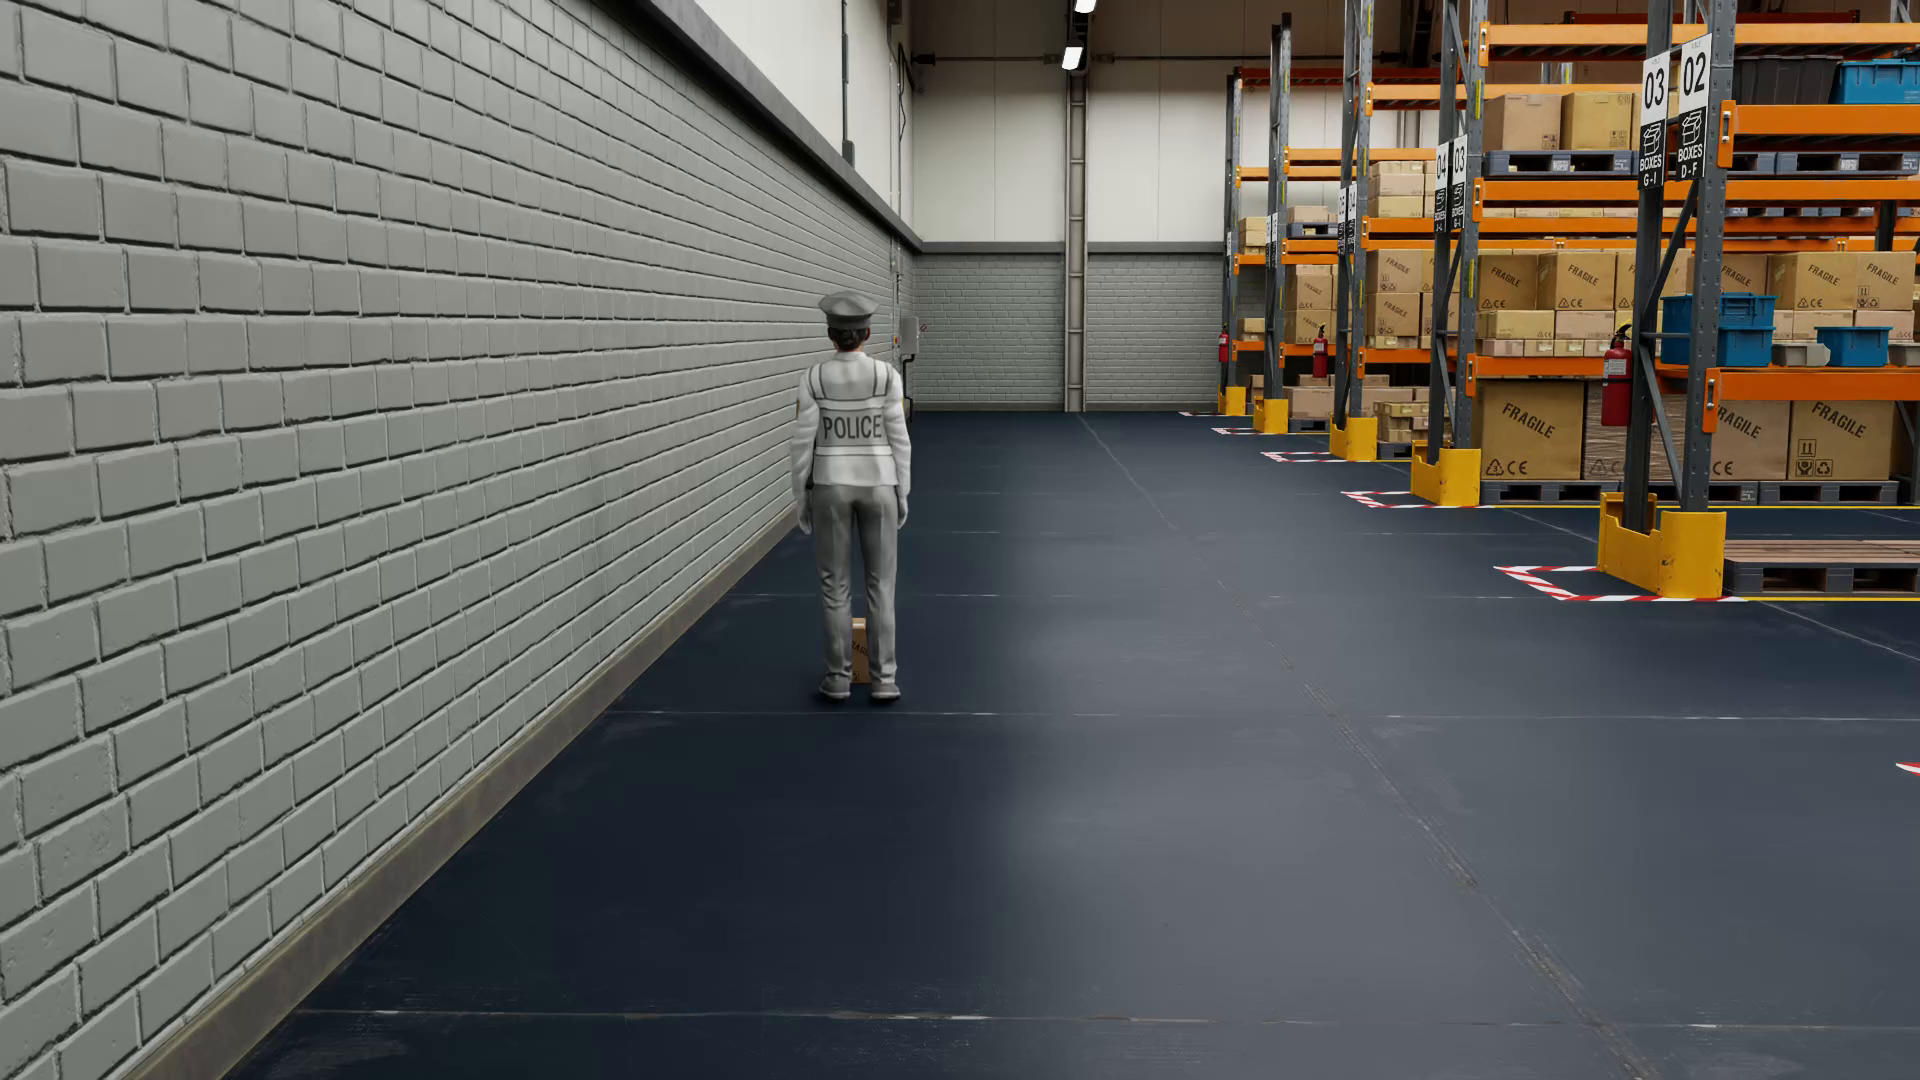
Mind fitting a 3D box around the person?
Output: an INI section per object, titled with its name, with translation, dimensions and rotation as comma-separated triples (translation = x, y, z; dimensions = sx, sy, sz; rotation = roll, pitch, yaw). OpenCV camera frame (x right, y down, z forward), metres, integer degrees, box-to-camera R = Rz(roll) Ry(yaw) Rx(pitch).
[person]
translation = -0.453, -0.171, 6.876
dimensions = 0.498, 1.705, 0.376
rotation = -1, 7, -4
